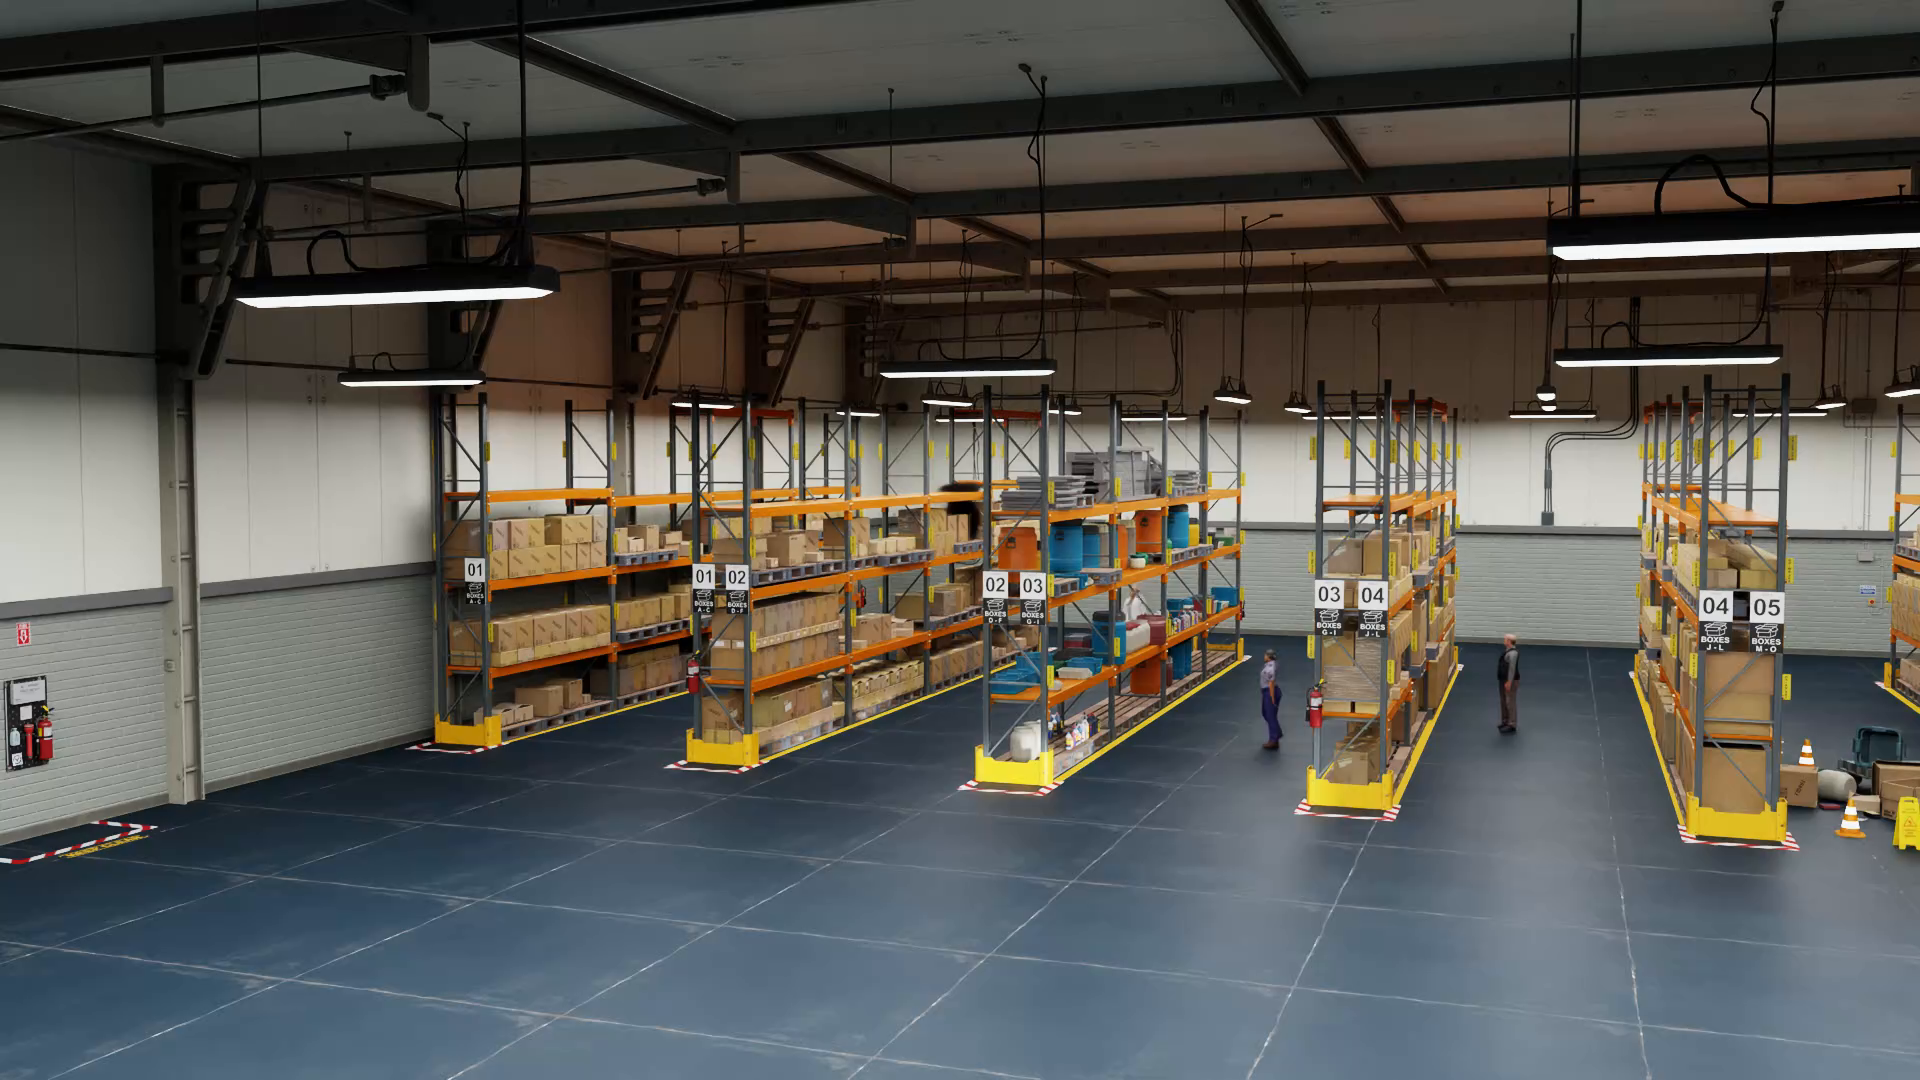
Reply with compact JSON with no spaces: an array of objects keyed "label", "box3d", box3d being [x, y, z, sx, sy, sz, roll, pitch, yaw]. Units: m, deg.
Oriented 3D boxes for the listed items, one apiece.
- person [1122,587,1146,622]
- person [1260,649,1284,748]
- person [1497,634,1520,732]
[{"label":"person","box3d":[3.903,1.933,37.849,0.677,1.726,1.044,2,3,26]},{"label":"person","box3d":[5.289,2.676,28.211,0.389,1.676,0.583,1,3,16]},{"label":"person","box3d":[9.845,2.551,29.882,0.435,1.729,0.531,0,3,-6]}]
